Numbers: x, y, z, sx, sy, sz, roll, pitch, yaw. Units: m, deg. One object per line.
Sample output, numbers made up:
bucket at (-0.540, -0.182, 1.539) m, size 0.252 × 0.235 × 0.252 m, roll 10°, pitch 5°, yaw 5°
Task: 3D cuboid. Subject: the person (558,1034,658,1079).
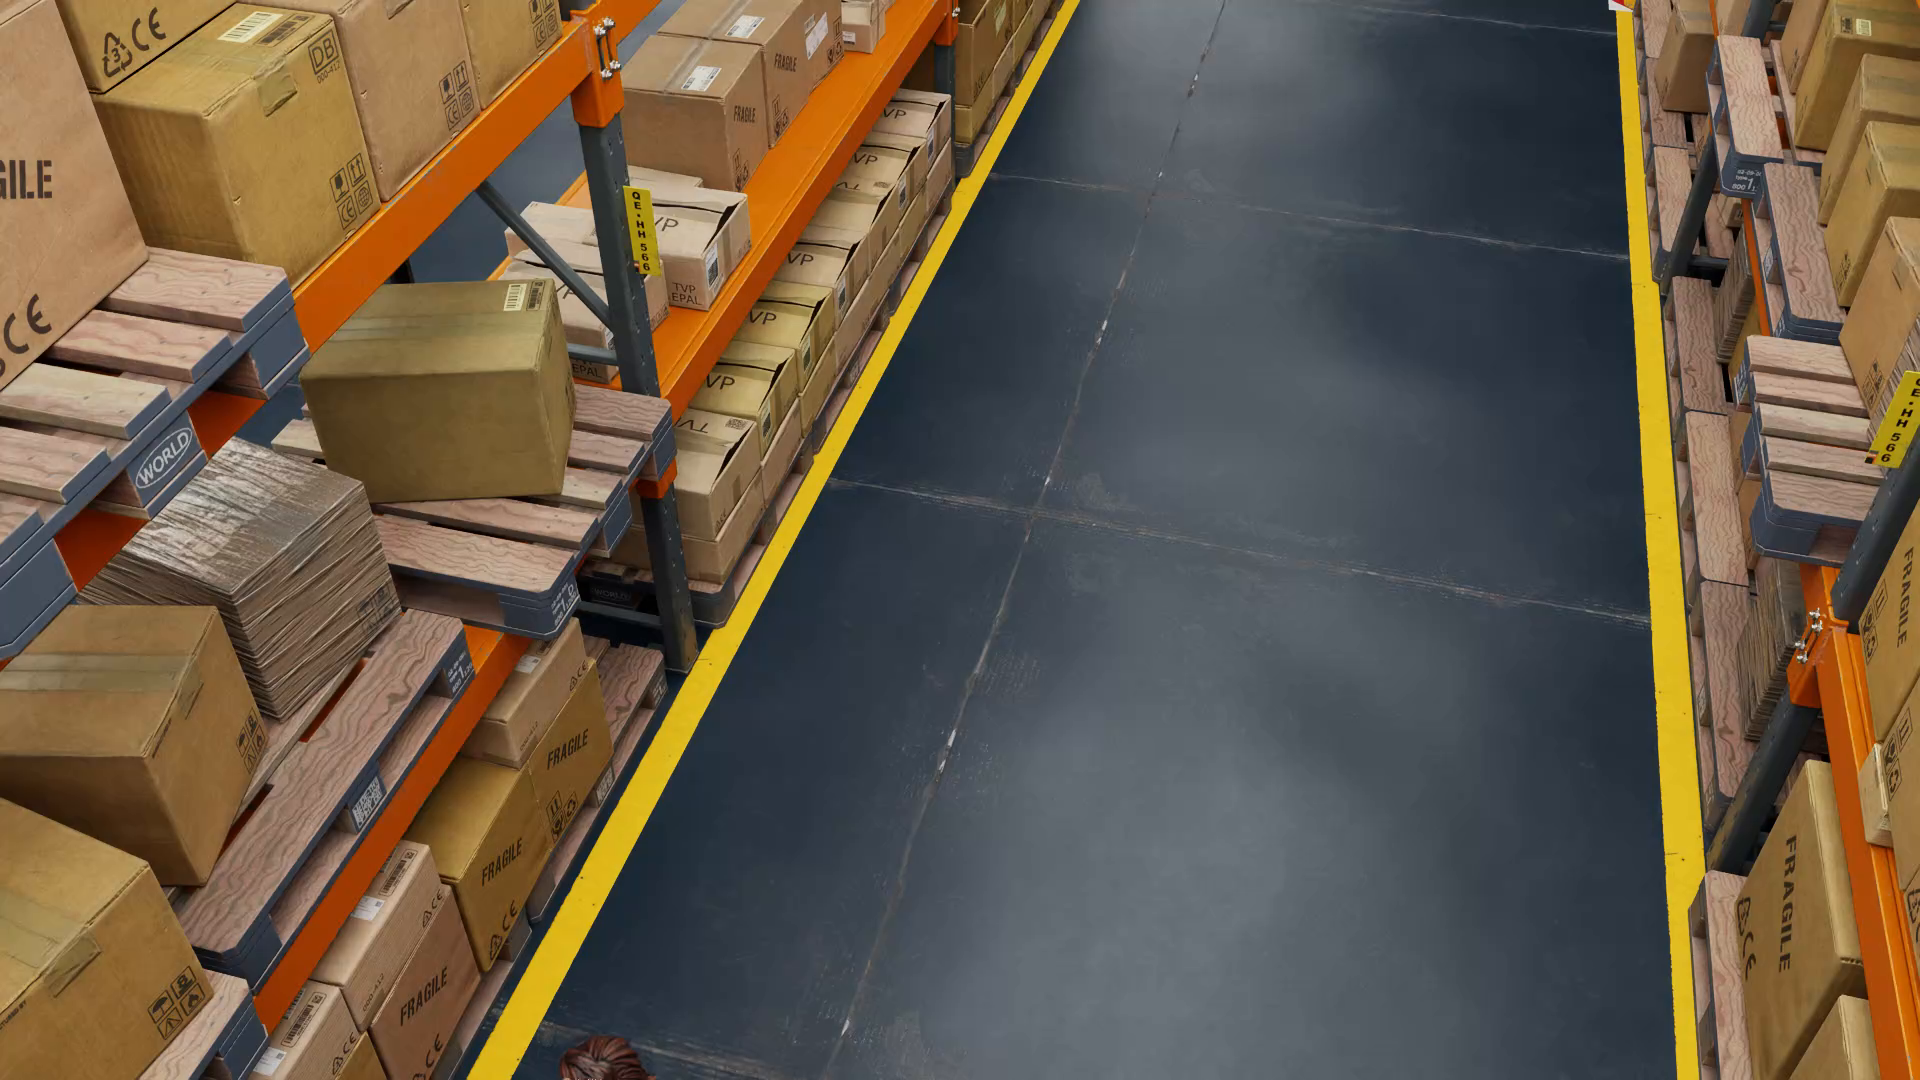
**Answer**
person at (-0.817, 1.786, 4.120) m, size 0.443 × 1.621 × 1.020 m, roll 8°, pitch 42°, yaw 9°
